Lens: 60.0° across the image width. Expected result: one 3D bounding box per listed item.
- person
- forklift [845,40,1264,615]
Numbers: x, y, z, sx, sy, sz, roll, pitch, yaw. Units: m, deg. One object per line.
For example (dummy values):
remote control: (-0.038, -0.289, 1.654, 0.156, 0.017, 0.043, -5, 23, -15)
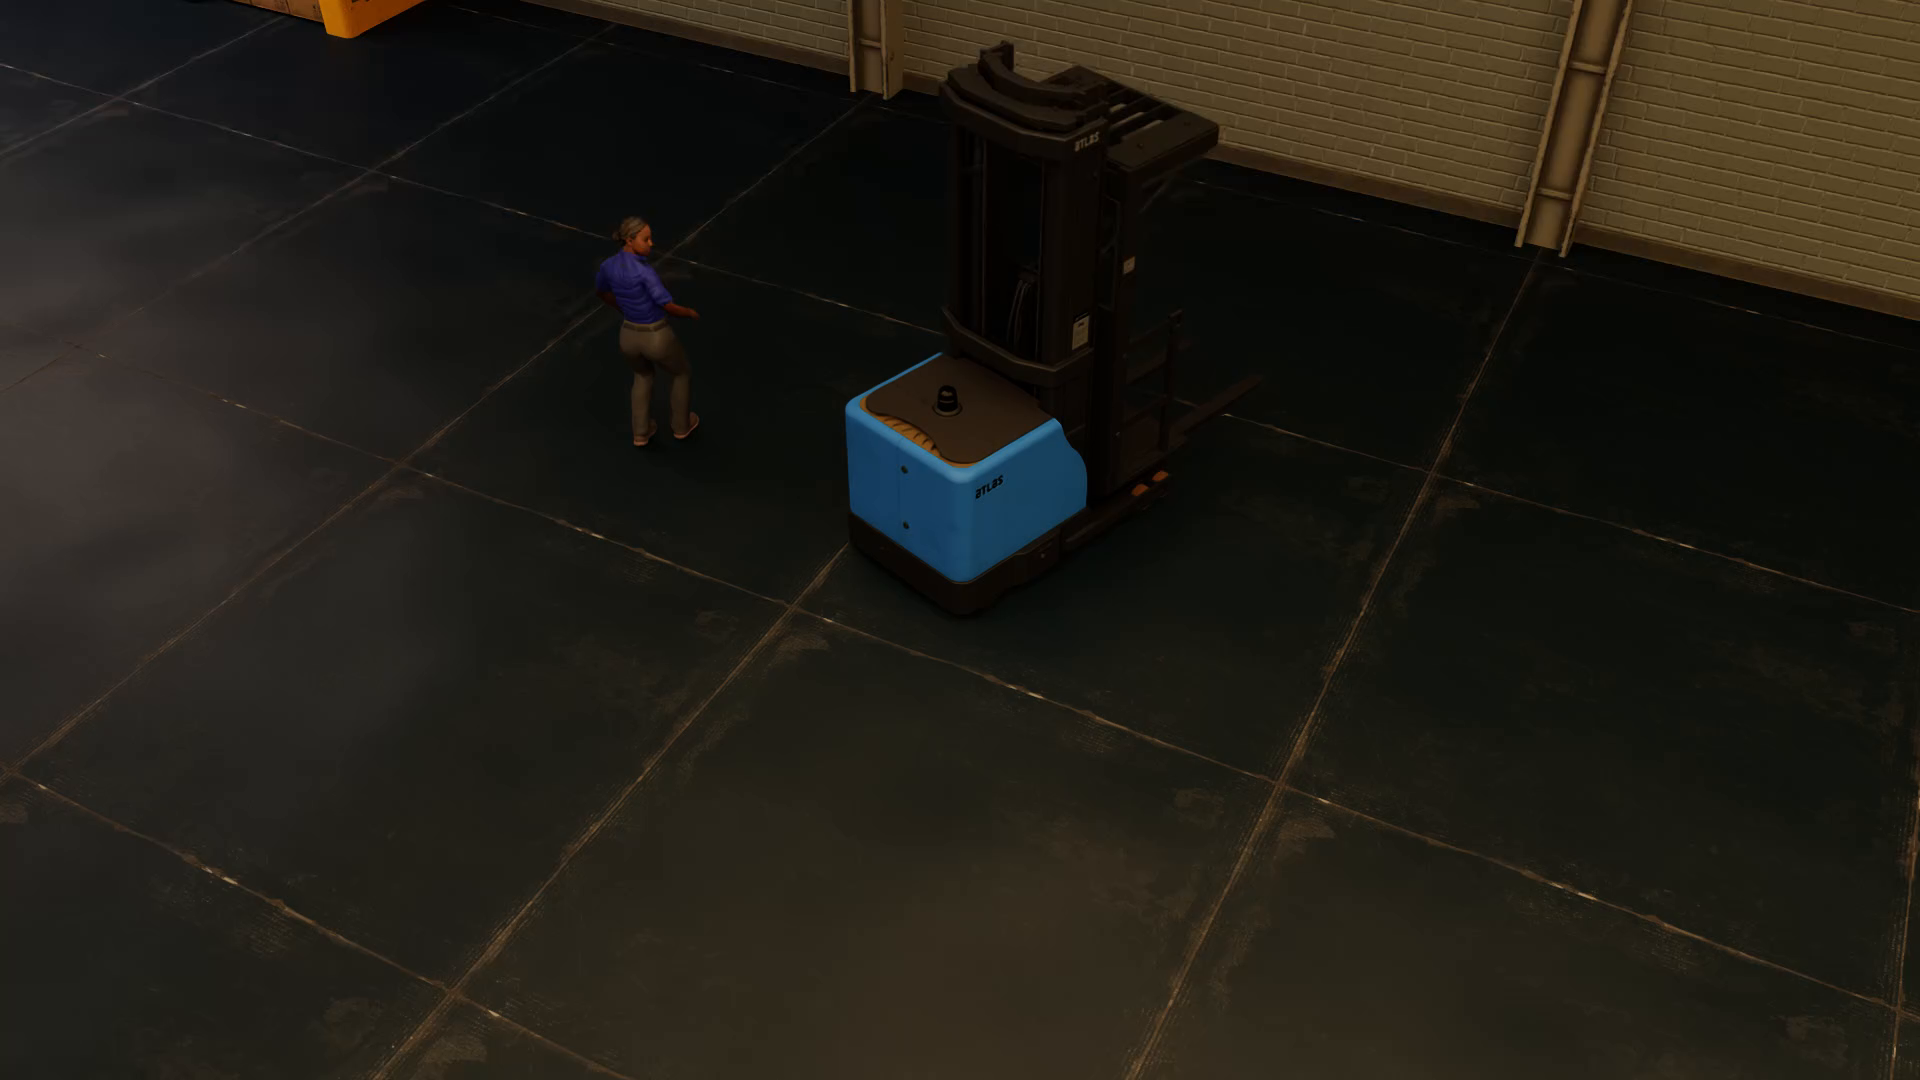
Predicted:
person: (-1.991, -1.332, 10.615, 0.669, 1.609, 0.468, 16, 43, 18)
forklift: (0.731, -1.524, 9.796, 3.031, 2.935, 1.130, -32, 50, -32)
